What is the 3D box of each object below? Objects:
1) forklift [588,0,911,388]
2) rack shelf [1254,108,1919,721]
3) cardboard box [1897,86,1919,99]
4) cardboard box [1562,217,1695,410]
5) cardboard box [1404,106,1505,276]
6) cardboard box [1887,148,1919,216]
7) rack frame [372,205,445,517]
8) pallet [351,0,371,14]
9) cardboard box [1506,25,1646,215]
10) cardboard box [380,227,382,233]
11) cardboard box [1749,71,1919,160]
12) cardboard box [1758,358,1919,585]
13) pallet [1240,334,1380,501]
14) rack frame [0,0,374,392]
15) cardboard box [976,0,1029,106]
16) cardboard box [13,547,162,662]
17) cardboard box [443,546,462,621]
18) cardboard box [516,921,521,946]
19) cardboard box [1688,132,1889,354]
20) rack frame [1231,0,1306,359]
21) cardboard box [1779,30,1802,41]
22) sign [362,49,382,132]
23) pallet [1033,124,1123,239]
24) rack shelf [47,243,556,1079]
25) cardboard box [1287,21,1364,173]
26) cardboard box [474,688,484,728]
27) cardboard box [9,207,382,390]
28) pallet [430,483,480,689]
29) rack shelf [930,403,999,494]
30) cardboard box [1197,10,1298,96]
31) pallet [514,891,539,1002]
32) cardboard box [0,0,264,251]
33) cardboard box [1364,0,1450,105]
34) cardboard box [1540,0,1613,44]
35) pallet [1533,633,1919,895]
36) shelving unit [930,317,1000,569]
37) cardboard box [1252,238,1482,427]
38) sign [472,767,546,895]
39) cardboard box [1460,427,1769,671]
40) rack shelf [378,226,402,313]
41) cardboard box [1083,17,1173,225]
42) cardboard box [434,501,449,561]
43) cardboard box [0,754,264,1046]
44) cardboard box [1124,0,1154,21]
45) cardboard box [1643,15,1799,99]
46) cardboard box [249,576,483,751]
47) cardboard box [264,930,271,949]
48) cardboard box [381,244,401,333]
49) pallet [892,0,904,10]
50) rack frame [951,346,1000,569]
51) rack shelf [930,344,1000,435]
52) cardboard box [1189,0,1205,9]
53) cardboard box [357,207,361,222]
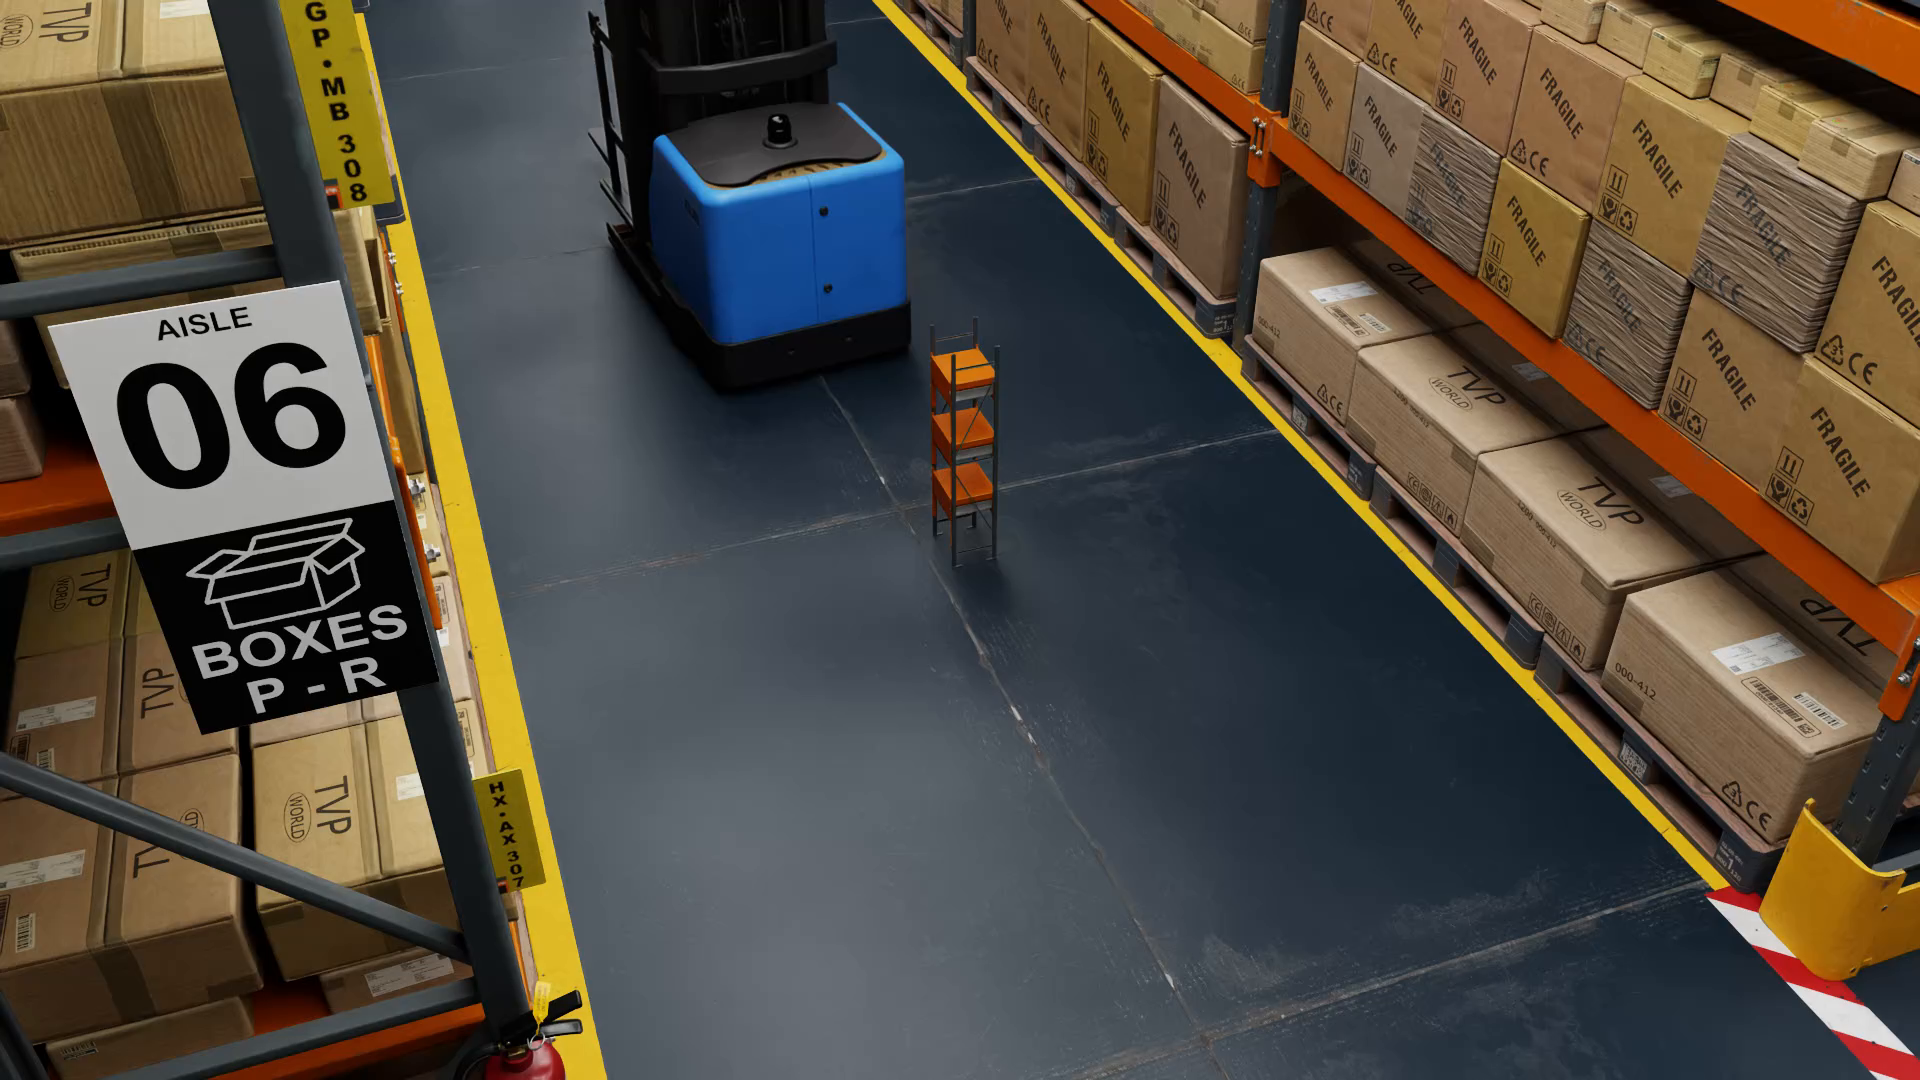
[{"bbox_3d":[-1.337,-2.793,8.522,1.130,2.935,3.031,-16,40,-20],"label":"forklift"},{"bbox_3d":[2.573,-0.838,6.467,1.077,0.370,4.000,-12,39,-16],"label":"rack shelf"},{"bbox_3d":[3.153,-1.400,5.162,0.380,0.149,0.250,-14,39,-17],"label":"cardboard box"},{"bbox_3d":[2.502,-0.828,5.773,0.500,0.500,0.500,-11,38,-15],"label":"cardboard box"},{"bbox_3d":[2.135,-1.408,6.543,0.500,0.500,0.500,-12,39,-16],"label":"cardboard box"},{"bbox_3d":[2.840,-0.993,4.622,0.380,0.149,0.250,-12,39,-15],"label":"cardboard box"},{"bbox_3d":[-2.774,-1.225,6.383,1.000,3.000,0.127,-12,39,-16],"label":"rack frame"},{"bbox_3d":[-3.852,-3.040,8.952,1.213,0.211,1.003,-12,39,-16],"label":"pallet"},{"bbox_3d":[2.326,-1.511,5.849,0.500,0.500,0.500,-13,39,-16],"label":"cardboard box"},{"bbox_3d":[-3.262,-1.590,8.596,0.500,0.500,0.500,-14,39,-18],"label":"cardboard box"},{"bbox_3d":[2.624,-1.272,4.993,0.380,0.149,0.250,-12,39,-15],"label":"cardboard box"},{"bbox_3d":[2.847,-0.253,5.009,0.500,0.500,0.500,-12,39,-16],"label":"cardboard box"},{"bbox_3d":[2.073,-0.695,7.997,1.003,0.211,1.213,-12,39,-16],"label":"pallet"},{"bbox_3d":[-1.398,-1.362,1.578,1.000,3.000,0.127,-12,39,-16],"label":"rack frame"},{"bbox_3d":[0.668,-3.426,10.722,0.875,0.875,0.875,-13,39,-16],"label":"cardboard box"},{"bbox_3d":[-2.148,0.199,4.371,0.500,0.250,0.500,-11,38,-15],"label":"cardboard box"},{"bbox_3d":[-1.650,0.154,4.761,0.380,0.149,0.250,-14,39,-17],"label":"cardboard box"},{"bbox_3d":[-1.777,1.009,5.145,0.700,0.500,0.500,-11,38,-14],"label":"cardboard box"},{"bbox_3d":[2.665,-0.947,5.099,0.500,0.500,0.500,-12,39,-16],"label":"cardboard box"},{"bbox_3d":[1.885,-2.255,7.750,1.000,3.000,0.127,-12,39,-16],"label":"rack frame"},{"bbox_3d":[2.967,-1.687,5.544,0.380,0.149,0.250,-12,39,-16],"label":"cardboard box"},{"bbox_3d":[-2.267,-1.687,6.278,0.100,0.325,0.005,-12,39,-16],"label":"sign"},{"bbox_3d":[1.125,-2.252,10.064,1.003,0.211,1.213,-12,39,-16],"label":"pallet"},{"bbox_3d":[-2.086,0.192,5.100,1.077,0.370,4.000,-12,39,-16],"label":"rack shelf"},{"bbox_3d":[1.801,-1.975,7.296,0.500,0.500,0.500,-11,38,-14],"label":"cardboard box"},{"bbox_3d":[-2.134,0.423,5.924,0.700,0.500,0.500,-14,39,-18],"label":"cardboard box"},{"bbox_3d":[-1.294,-0.530,2.844,0.500,0.250,0.500,-13,39,-16],"label":"cardboard box"},{"bbox_3d":[-2.539,0.277,6.707,1.003,0.211,1.213,-12,39,-16],"label":"pallet"},{"bbox_3d":[0.018,-0.381,6.900,0.215,0.259,0.240,-12,39,-16],"label":"rack shelf"},{"bbox_3d":[1.494,-2.396,8.063,0.500,0.250,0.500,-13,39,-17],"label":"cardboard box"},{"bbox_3d":[-1.699,1.656,4.877,1.003,0.211,1.213,-12,39,-16],"label":"pallet"},{"bbox_3d":[-1.315,-0.725,2.688,0.500,0.250,0.500,-13,39,-16],"label":"cardboard box"},{"bbox_3d":[1.989,-2.088,6.615,0.500,0.500,0.500,-13,39,-17],"label":"cardboard box"},{"bbox_3d":[2.256,-1.857,5.769,0.380,0.149,0.250,-12,39,-16],"label":"cardboard box"},{"bbox_3d":[2.913,0.683,6.168,1.003,0.211,1.213,-12,39,-16],"label":"pallet"},{"bbox_3d":[0.018,-0.389,6.894,0.215,1.050,0.252,-12,39,-16],"label":"shelving unit"},{"bbox_3d":[2.000,-1.022,7.894,0.875,0.438,0.875,-13,39,-17],"label":"cardboard box"},{"bbox_3d":[-0.888,0.576,3.272,0.100,0.325,0.005,-12,39,-16],"label":"sign"},{"bbox_3d":[2.618,-0.007,6.546,0.875,0.438,0.875,-11,38,-15],"label":"cardboard box"},{"bbox_3d":[-3.462,-2.067,8.099,1.077,0.370,4.000,-12,39,-16],"label":"rack shelf"},{"bbox_3d":[1.278,-2.416,9.381,0.875,0.875,0.875,-11,38,-15],"label":"cardboard box"},{"bbox_3d":[-2.307,0.000,6.777,0.380,0.149,0.250,-14,39,-17],"label":"cardboard box"},{"bbox_3d":[-1.805,0.771,3.611,0.500,0.250,0.500,-11,38,-15],"label":"cardboard box"},{"bbox_3d":[1.164,-2.973,8.828,0.500,0.250,0.500,-13,39,-17],"label":"cardboard box"},{"bbox_3d":[2.459,-1.564,5.380,0.380,0.149,0.250,-12,38,-15],"label":"cardboard box"},{"bbox_3d":[-1.475,0.379,4.131,0.500,0.250,0.500,-12,39,-15],"label":"cardboard box"},{"bbox_3d":[-1.793,0.847,3.841,0.380,0.149,0.250,-11,38,-15],"label":"cardboard box"},{"bbox_3d":[-2.184,-0.767,5.652,0.500,0.250,0.500,-12,39,-16],"label":"cardboard box"},{"bbox_3d":[-0.175,-4.530,13.089,1.003,0.211,1.213,-12,39,-16],"label":"pallet"},{"bbox_3d":[0.060,-0.320,6.803,0.200,1.050,0.008,-12,39,-16],"label":"rack frame"},{"bbox_3d":[0.018,-0.607,6.730,0.215,0.259,0.240,-12,39,-16],"label":"rack shelf"},{"bbox_3d":[1.326,-2.874,8.282,0.500,0.250,0.500,-12,38,-15],"label":"cardboard box"},{"bbox_3d":[-1.465,-0.745,3.461,0.380,0.149,0.250,-12,39,-15],"label":"cardboard box"}]
